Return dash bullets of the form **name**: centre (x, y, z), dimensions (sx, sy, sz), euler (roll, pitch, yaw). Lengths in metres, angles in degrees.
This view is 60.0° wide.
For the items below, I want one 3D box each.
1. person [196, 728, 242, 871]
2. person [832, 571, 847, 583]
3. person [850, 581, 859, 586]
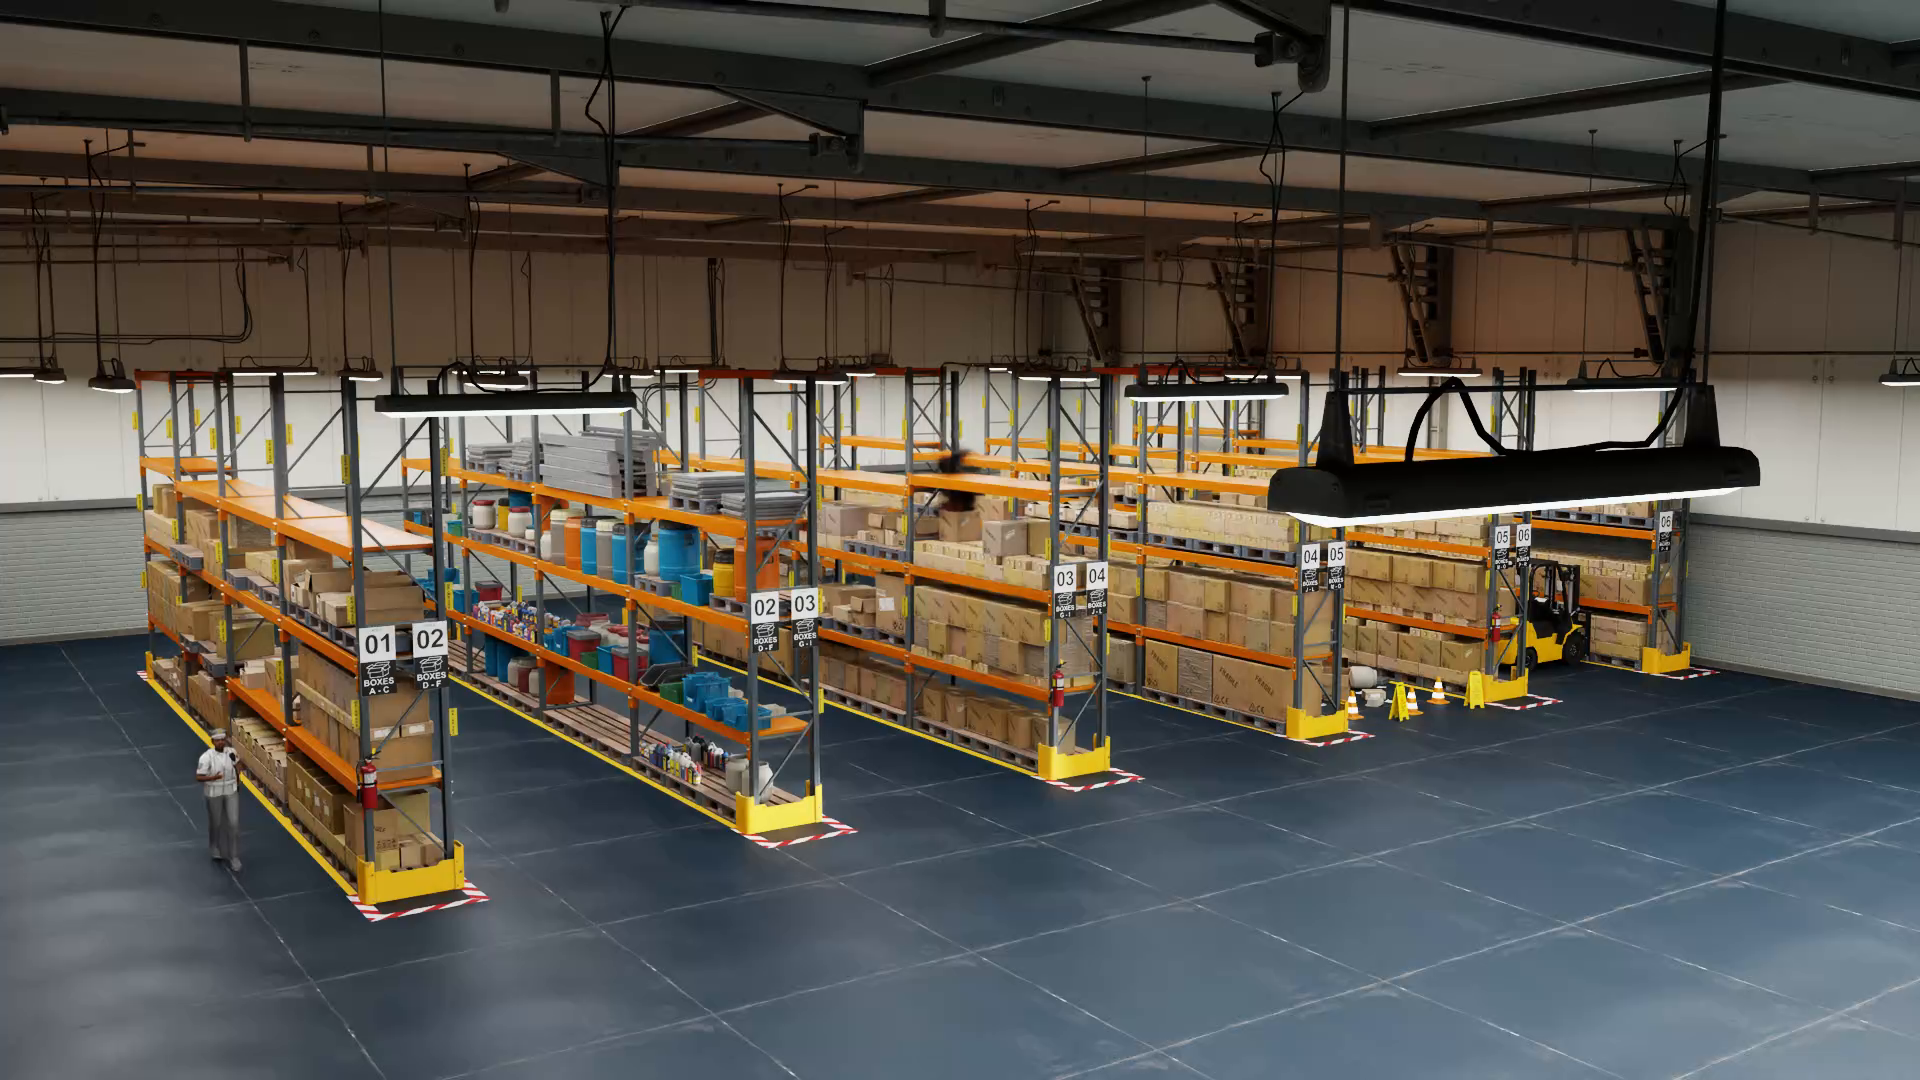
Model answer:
- **person**: centre (-9.108, 3.154, 20.516), dimensions (0.570, 1.719, 0.850), euler (-4, 8, -35)
- **person**: centre (-3.037, 0.817, 42.063), dimensions (0.554, 1.568, 0.523), euler (-5, 8, -36)
- **person**: centre (-2.132, 1.658, 34.167), dimensions (0.608, 1.656, 0.540), euler (-6, 9, -43)
